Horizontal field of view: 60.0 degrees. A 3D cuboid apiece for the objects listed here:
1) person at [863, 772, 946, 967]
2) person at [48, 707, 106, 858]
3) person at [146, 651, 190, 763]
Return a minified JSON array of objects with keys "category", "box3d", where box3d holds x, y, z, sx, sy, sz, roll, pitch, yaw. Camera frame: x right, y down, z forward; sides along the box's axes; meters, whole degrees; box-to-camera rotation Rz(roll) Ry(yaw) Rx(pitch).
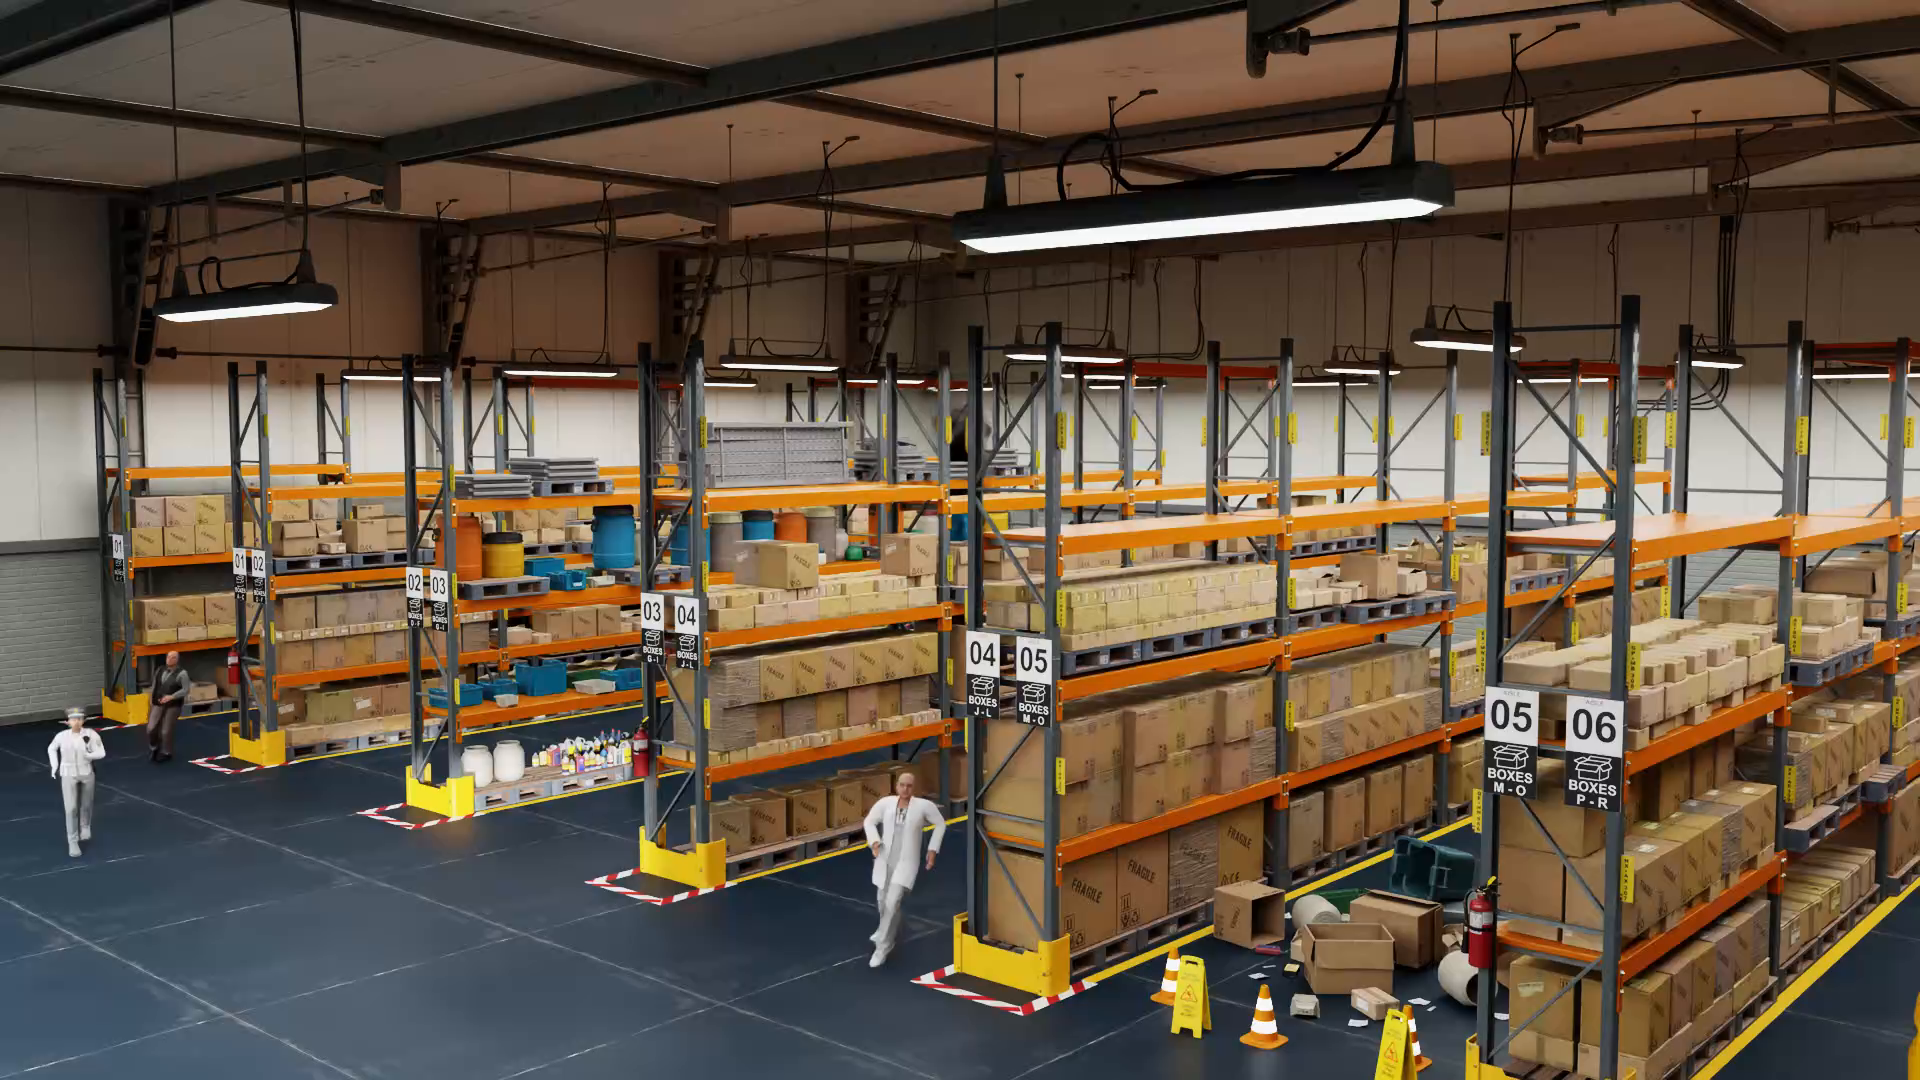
[{"category":"person","box3d":[-0.567,3.123,15.959,0.767,1.809,0.855,1,4,19]},{"category":"person","box3d":[-10.531,2.841,19.859,0.596,1.719,0.861,-2,5,-30]},{"category":"person","box3d":[-11.873,2.504,24.902,0.693,1.665,0.609,0,4,0]}]
